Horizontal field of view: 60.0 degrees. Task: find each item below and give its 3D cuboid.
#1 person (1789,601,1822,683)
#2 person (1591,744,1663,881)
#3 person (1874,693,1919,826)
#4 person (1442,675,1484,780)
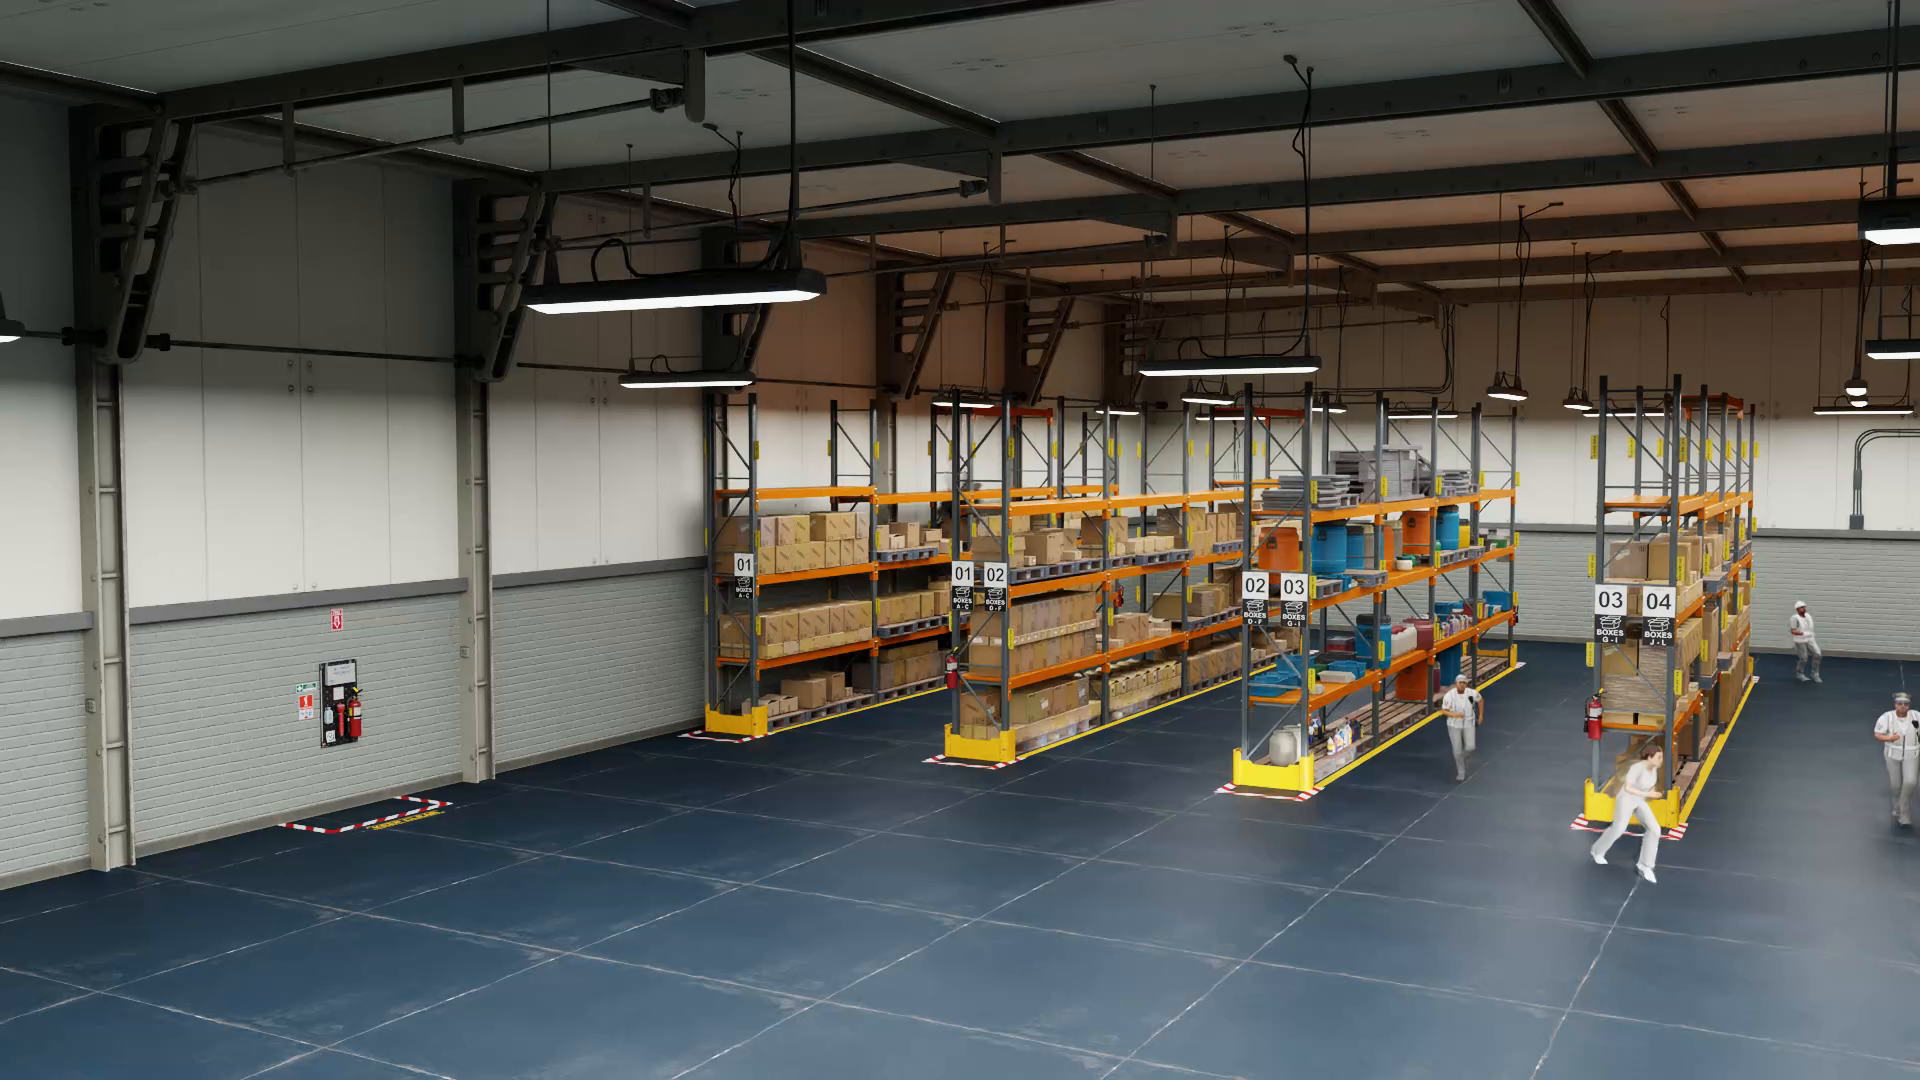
[{"bbox_3d":[18.119,2.184,35.688,0.687,1.743,0.683,-1,3,-11],"label":"person"},{"bbox_3d":[7.895,3.174,19.650,0.606,1.620,0.961,-2,4,-32],"label":"person"},{"bbox_3d":[12.650,2.921,22.306,0.690,1.797,0.846,2,3,28],"label":"person"},{"bbox_3d":[7.606,2.836,25.115,0.642,1.617,0.640,0,3,8],"label":"person"}]
